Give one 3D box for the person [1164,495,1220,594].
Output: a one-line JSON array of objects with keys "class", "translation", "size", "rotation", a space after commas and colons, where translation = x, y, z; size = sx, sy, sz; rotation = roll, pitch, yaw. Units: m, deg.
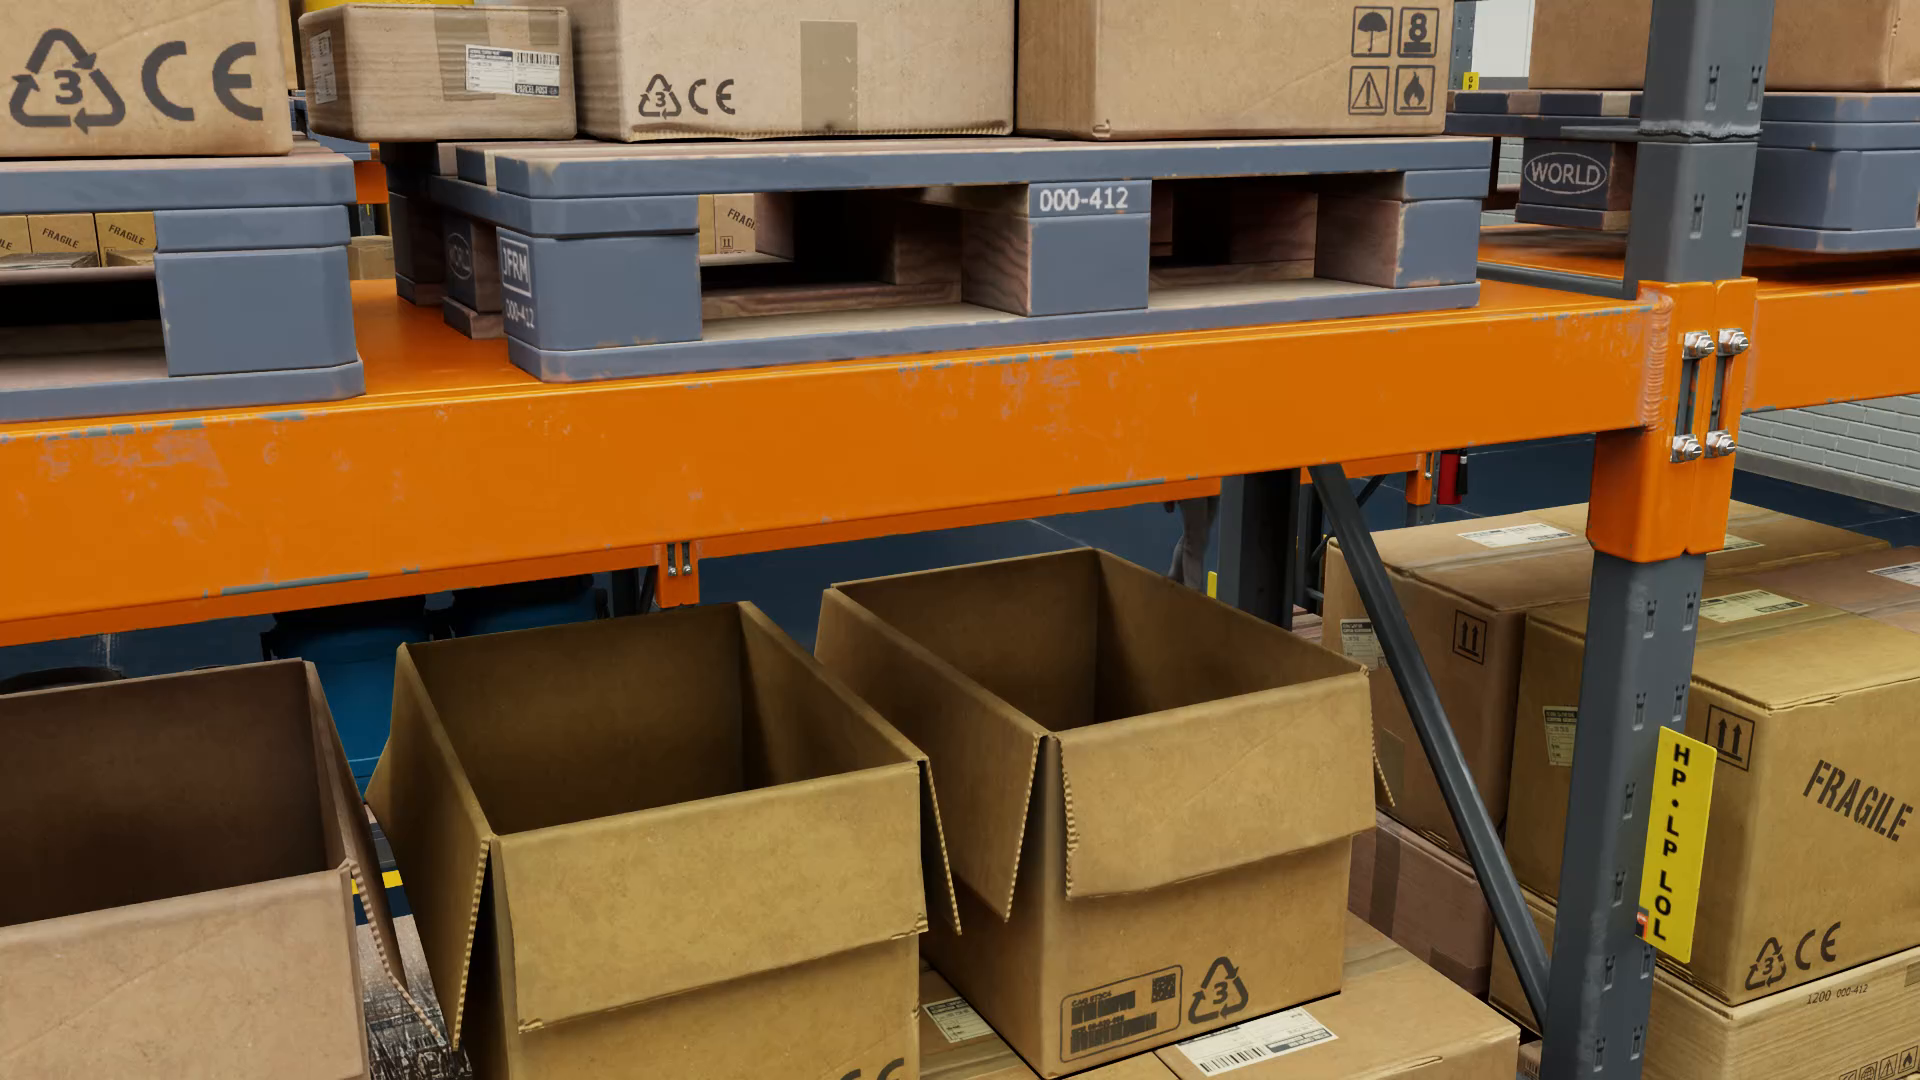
[{"class": "person", "translation": [1.254, -0.310, 8.867], "size": [0.364, 1.619, 0.541], "rotation": [15, 21, 42]}]
